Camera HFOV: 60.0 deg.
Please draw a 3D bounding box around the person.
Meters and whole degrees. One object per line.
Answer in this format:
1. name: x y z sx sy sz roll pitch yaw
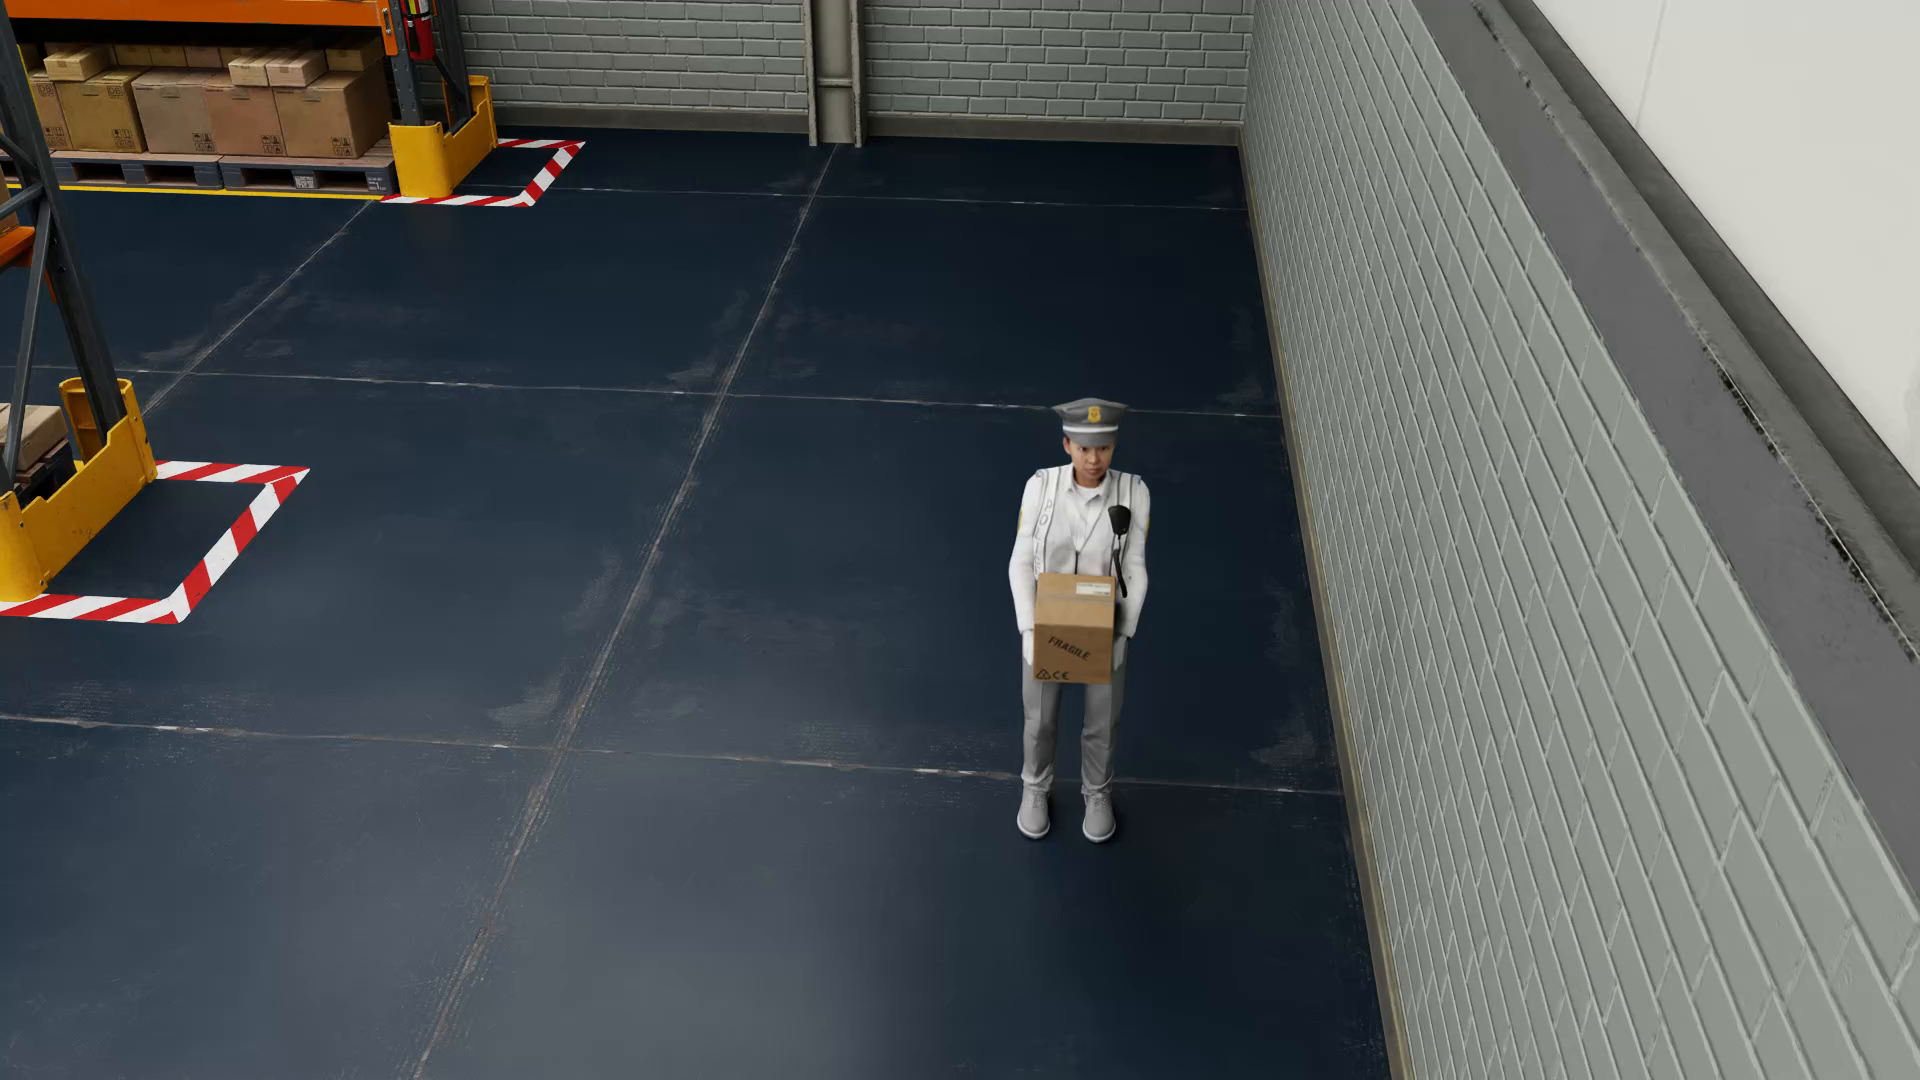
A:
1. person: 0.390 0.319 5.606 0.459 1.686 0.562 3 32 5
